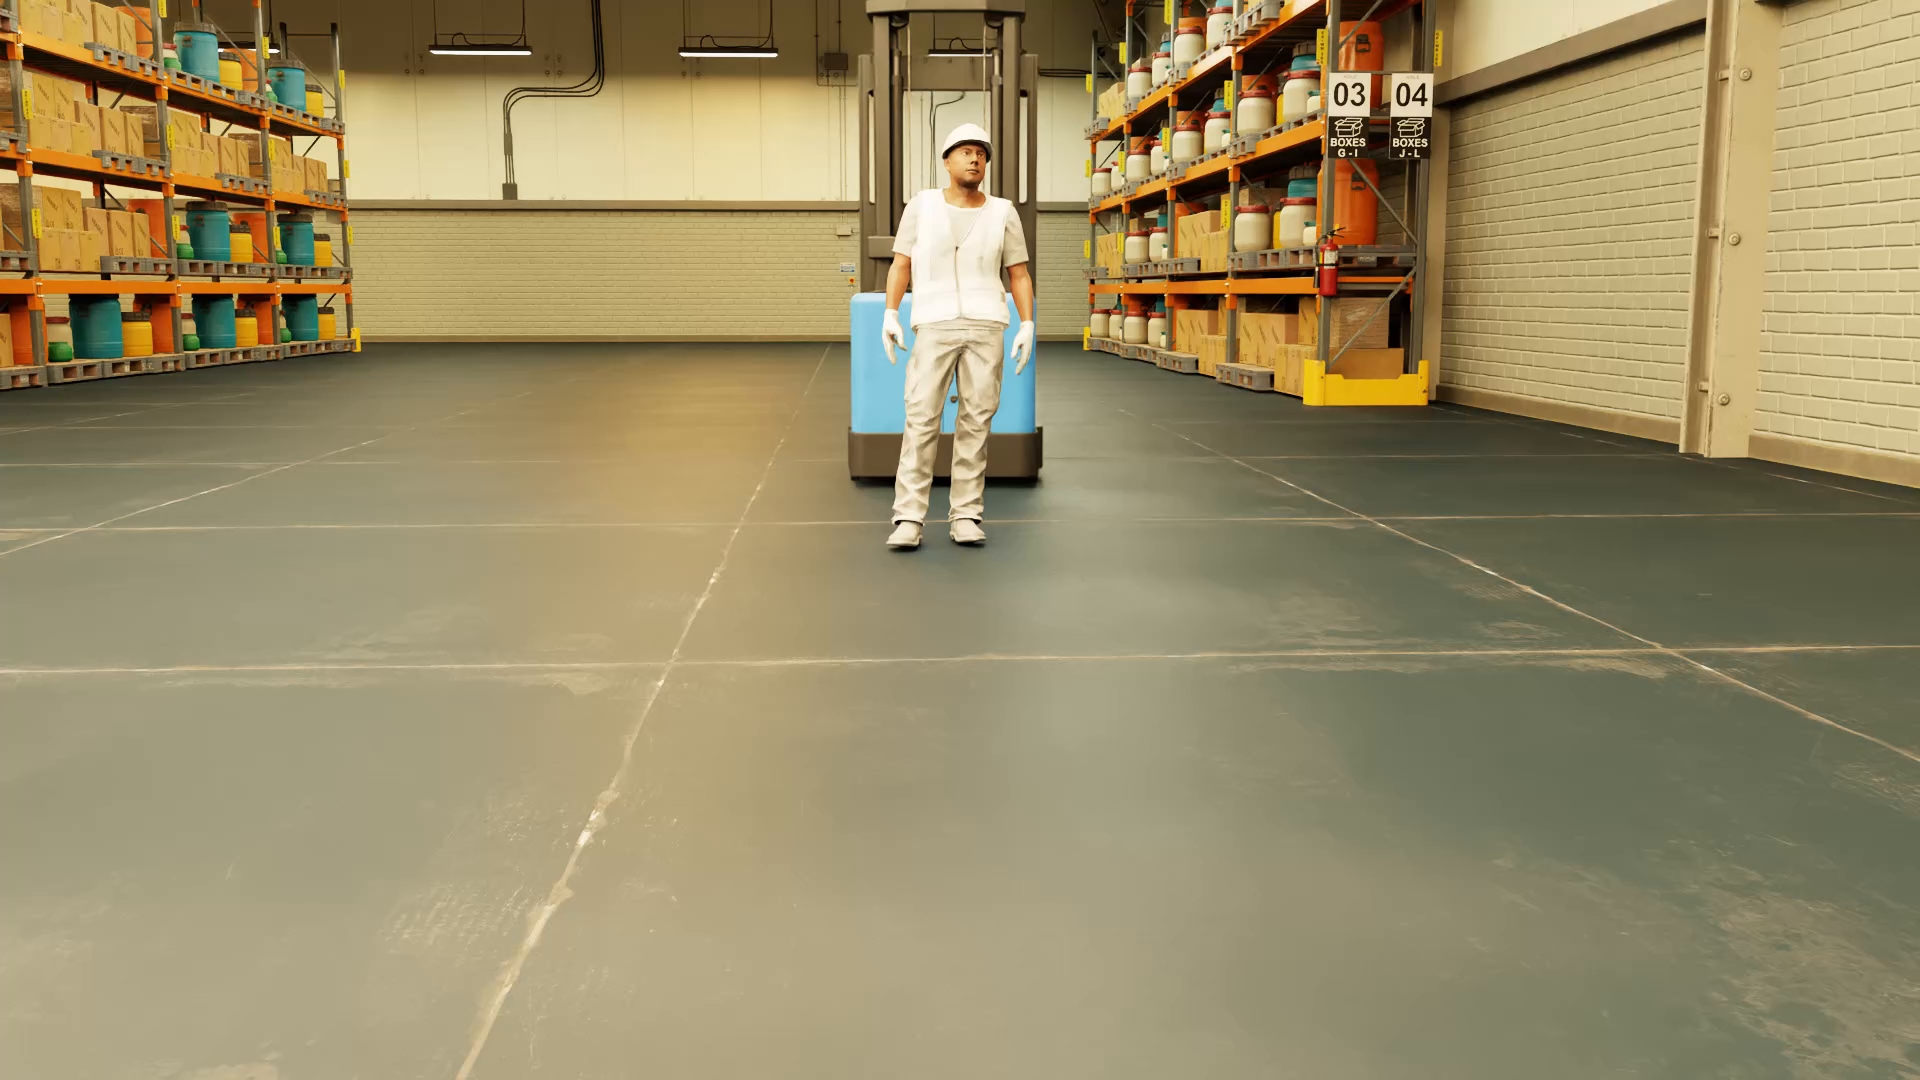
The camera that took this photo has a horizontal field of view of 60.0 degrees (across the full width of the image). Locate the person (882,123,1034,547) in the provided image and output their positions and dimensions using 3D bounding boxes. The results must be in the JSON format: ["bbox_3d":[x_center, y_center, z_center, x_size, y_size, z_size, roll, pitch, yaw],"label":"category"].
[{"bbox_3d":[-0.004,-0.878,7.106,0.657,1.785,0.575,-1,8,-4],"label":"person"}]

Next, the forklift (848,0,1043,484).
[{"bbox_3d":[-0.068,-1.950,10.461,1.130,2.935,3.031,0,8,1],"label":"forklift"}]
